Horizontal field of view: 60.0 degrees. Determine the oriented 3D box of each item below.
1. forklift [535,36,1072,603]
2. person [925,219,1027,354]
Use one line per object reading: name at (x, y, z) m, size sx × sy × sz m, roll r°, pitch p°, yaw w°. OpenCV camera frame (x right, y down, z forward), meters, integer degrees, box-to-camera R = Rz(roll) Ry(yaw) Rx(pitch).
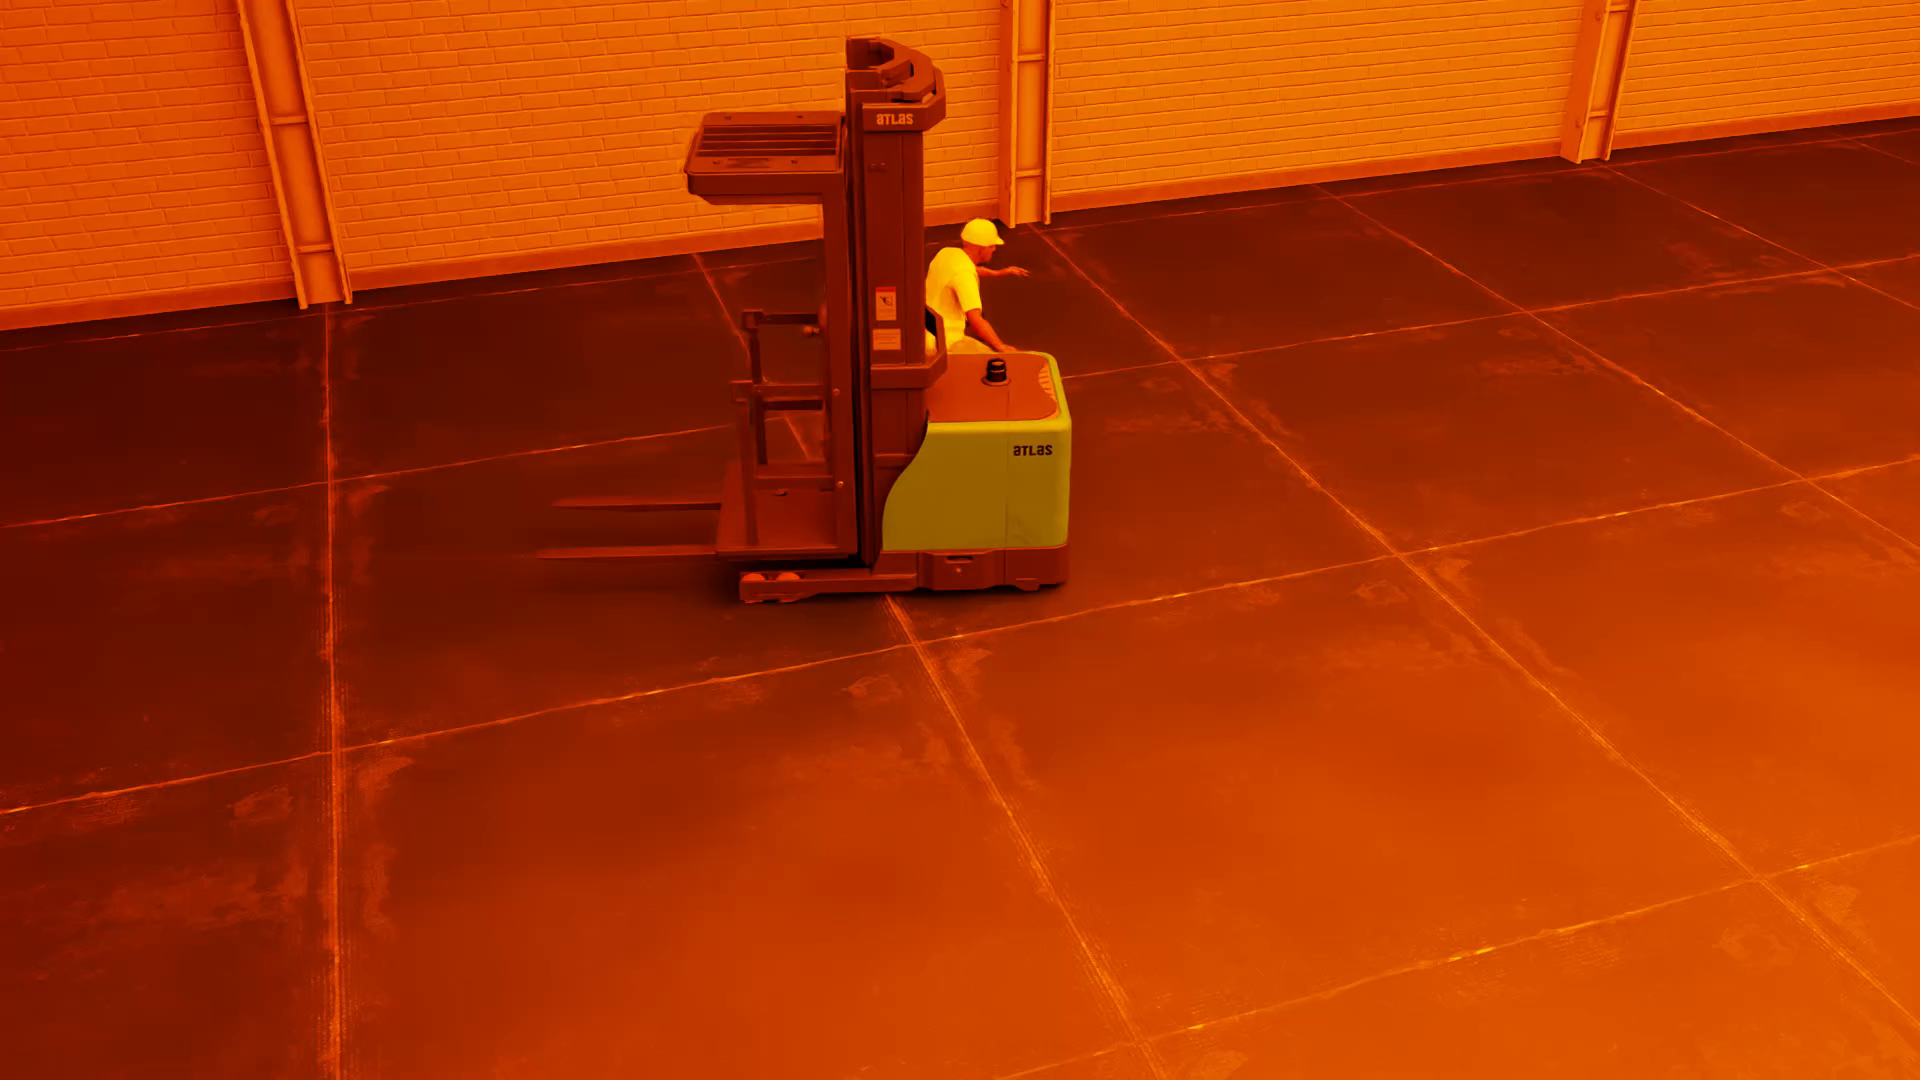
forklift at (-0.911, -1.183, 9.144) m, size 3.031 × 2.935 × 1.130 m, roll -1°, pitch 30°, yaw -2°
person at (0.160, -1.312, 10.804) m, size 0.928 × 1.519 × 1.089 m, roll -15°, pitch 33°, yaw -24°
